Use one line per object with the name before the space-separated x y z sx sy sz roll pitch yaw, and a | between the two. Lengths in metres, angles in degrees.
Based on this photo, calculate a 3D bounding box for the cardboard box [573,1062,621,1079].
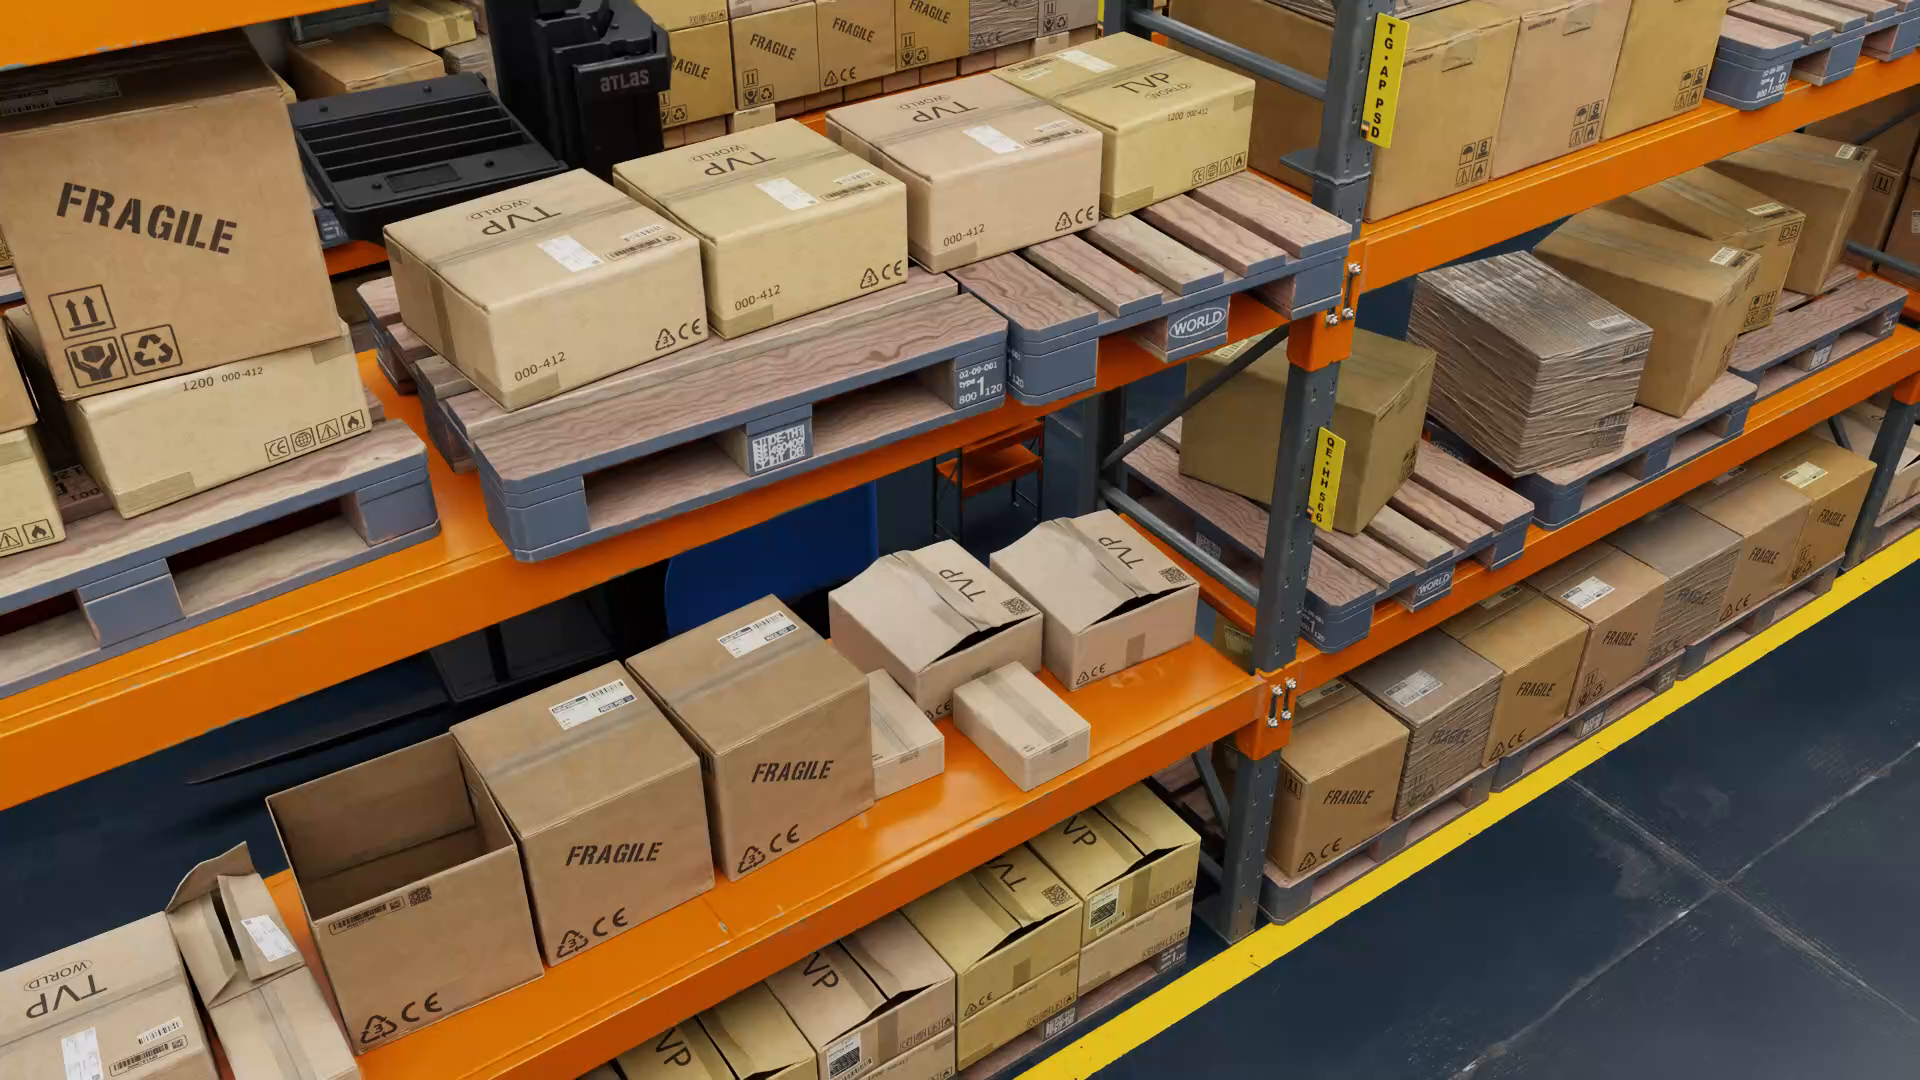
cardboard box | -1.192 1.733 4.786 0.500 0.311 0.500 -24 42 -29

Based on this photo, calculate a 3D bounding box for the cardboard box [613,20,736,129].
cardboard box | -1.550 -2.543 8.860 0.500 0.500 0.500 -21 41 -27

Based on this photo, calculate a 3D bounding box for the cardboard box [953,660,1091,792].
cardboard box | 0.186 0.567 5.108 0.250 0.149 0.380 -22 41 -28

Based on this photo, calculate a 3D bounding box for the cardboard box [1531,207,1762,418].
cardboard box | 2.623 -0.903 6.491 0.700 0.500 0.500 26 43 32

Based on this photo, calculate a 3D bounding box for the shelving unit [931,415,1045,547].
shelving unit | 0.135 -0.543 7.977 0.503 1.200 0.258 -22 41 -28

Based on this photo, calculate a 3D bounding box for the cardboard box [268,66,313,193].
cardboard box | -3.479 -1.959 7.943 0.500 0.500 0.700 -22 41 -28

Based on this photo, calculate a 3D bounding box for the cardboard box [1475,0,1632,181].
cardboard box | 1.516 -1.563 5.199 0.500 0.500 0.910 -22 41 -28

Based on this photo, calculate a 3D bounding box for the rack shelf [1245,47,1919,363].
rack shelf | 2.397 -1.568 5.909 4.000 0.370 1.077 -22 41 -28

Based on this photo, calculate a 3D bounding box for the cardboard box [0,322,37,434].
cardboard box | -1.981 -0.445 2.857 0.500 0.500 0.500 -22 41 -27

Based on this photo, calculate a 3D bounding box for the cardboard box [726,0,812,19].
cardboard box | -1.136 -3.017 8.877 0.500 0.250 0.500 -23 42 -28

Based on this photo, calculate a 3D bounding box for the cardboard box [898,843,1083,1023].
cardboard box | 0.055 1.220 5.500 0.500 0.311 0.500 -23 42 -29

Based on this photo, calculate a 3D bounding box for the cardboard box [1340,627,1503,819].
cardboard box | 1.723 0.671 6.512 0.500 0.500 0.500 -24 42 -29

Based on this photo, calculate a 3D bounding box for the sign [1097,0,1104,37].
sign | 0.451 -1.657 4.973 0.005 0.325 0.100 -22 41 -28

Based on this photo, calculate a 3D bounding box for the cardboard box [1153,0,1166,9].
cardboard box | 0.943 -3.572 10.290 0.500 0.500 0.500 -23 42 -29

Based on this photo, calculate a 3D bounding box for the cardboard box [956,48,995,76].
cardboard box | -0.002 -2.929 9.952 0.250 0.149 0.380 -24 42 -29

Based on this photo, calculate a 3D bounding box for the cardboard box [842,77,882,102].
cardboard box | -0.657 -2.685 9.613 0.250 0.149 0.380 -22 41 -27

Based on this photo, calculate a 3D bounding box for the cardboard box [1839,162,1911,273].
cardboard box | 4.292 -1.646 7.885 0.500 0.500 0.500 -22 41 -27

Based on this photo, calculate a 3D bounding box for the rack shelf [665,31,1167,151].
rack shelf | -0.460 -2.713 10.070 4.000 0.370 1.077 -22 41 -28

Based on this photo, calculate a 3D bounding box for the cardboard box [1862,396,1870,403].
cardboard box | 4.334 -0.806 8.566 0.500 0.500 0.500 -22 41 -28

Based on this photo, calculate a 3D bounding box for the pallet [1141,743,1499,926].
pallet | 1.394 0.929 6.777 1.213 0.211 1.003 -22 41 -28

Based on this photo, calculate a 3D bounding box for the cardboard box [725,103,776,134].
cardboard box | -1.215 -2.369 9.172 0.250 0.149 0.380 -21 41 -27

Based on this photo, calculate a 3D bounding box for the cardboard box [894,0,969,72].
cardboard box | -0.289 -3.060 9.579 0.500 0.500 0.500 -21 41 -27

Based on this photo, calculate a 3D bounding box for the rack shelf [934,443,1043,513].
rack shelf | 0.135 -0.327 8.132 0.480 0.148 0.258 -22 41 -28

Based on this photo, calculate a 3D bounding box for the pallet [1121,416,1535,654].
pallet | 1.276 -0.153 6.059 1.003 0.211 1.213 -22 41 -28

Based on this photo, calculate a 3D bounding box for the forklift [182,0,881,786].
forklift | -1.894 -0.652 6.646 3.031 2.935 1.130 -18 40 -24

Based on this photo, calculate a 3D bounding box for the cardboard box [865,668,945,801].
cardboard box | -0.248 0.588 5.079 0.250 0.149 0.380 -19 40 -25

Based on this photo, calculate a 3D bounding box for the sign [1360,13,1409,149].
sign | 1.075 -1.162 4.217 0.005 0.325 0.100 -22 41 -28

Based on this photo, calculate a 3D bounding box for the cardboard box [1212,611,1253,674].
cardboard box | 1.391 0.440 6.834 0.500 0.500 0.500 -21 41 -26

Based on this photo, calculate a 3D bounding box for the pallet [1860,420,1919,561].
pallet | 4.593 -0.414 8.645 1.213 0.211 1.003 -22 41 -28

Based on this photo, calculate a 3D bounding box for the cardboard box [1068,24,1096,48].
cardboard box | 0.631 -3.174 10.292 0.250 0.149 0.380 -21 41 -27

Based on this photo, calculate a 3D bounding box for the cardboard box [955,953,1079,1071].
cardboard box | 0.053 1.444 5.668 0.500 0.250 0.500 -23 42 -28

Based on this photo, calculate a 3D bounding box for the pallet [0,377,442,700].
pallet | -1.794 -0.067 3.369 1.217 0.209 0.805 -24 42 -30

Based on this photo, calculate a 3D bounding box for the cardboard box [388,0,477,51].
cardboard box | -2.614 -2.570 8.236 0.250 0.149 0.380 -30 45 -35

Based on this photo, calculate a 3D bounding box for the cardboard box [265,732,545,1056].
cardboard box | -1.440 0.907 4.334 0.500 0.500 0.500 -19 40 -25

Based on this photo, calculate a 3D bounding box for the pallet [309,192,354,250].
pallet | -3.689 -1.570 8.028 1.213 0.211 1.003 -22 41 -28

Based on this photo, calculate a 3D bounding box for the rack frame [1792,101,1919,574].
rack frame | 4.032 -1.315 7.510 0.127 3.000 1.000 -22 41 -28

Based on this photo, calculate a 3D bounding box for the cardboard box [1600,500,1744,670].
cardboard box | 2.974 0.154 7.230 0.500 0.500 0.500 -22 41 -27

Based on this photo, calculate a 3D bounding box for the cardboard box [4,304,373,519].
cardboard box | -1.551 -0.340 3.354 0.500 0.250 0.500 -27 44 -32

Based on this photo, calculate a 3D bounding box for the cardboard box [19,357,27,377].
cardboard box | -4.414 -0.861 8.000 0.500 0.250 0.500 -23 42 -29

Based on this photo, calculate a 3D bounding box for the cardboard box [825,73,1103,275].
cardboard box | 0.005 -0.933 4.178 0.500 0.250 0.500 -21 41 -27

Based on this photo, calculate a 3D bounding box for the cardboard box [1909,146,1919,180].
cardboard box | 4.579 -1.786 7.222 0.500 0.500 0.500 -21 41 -27
